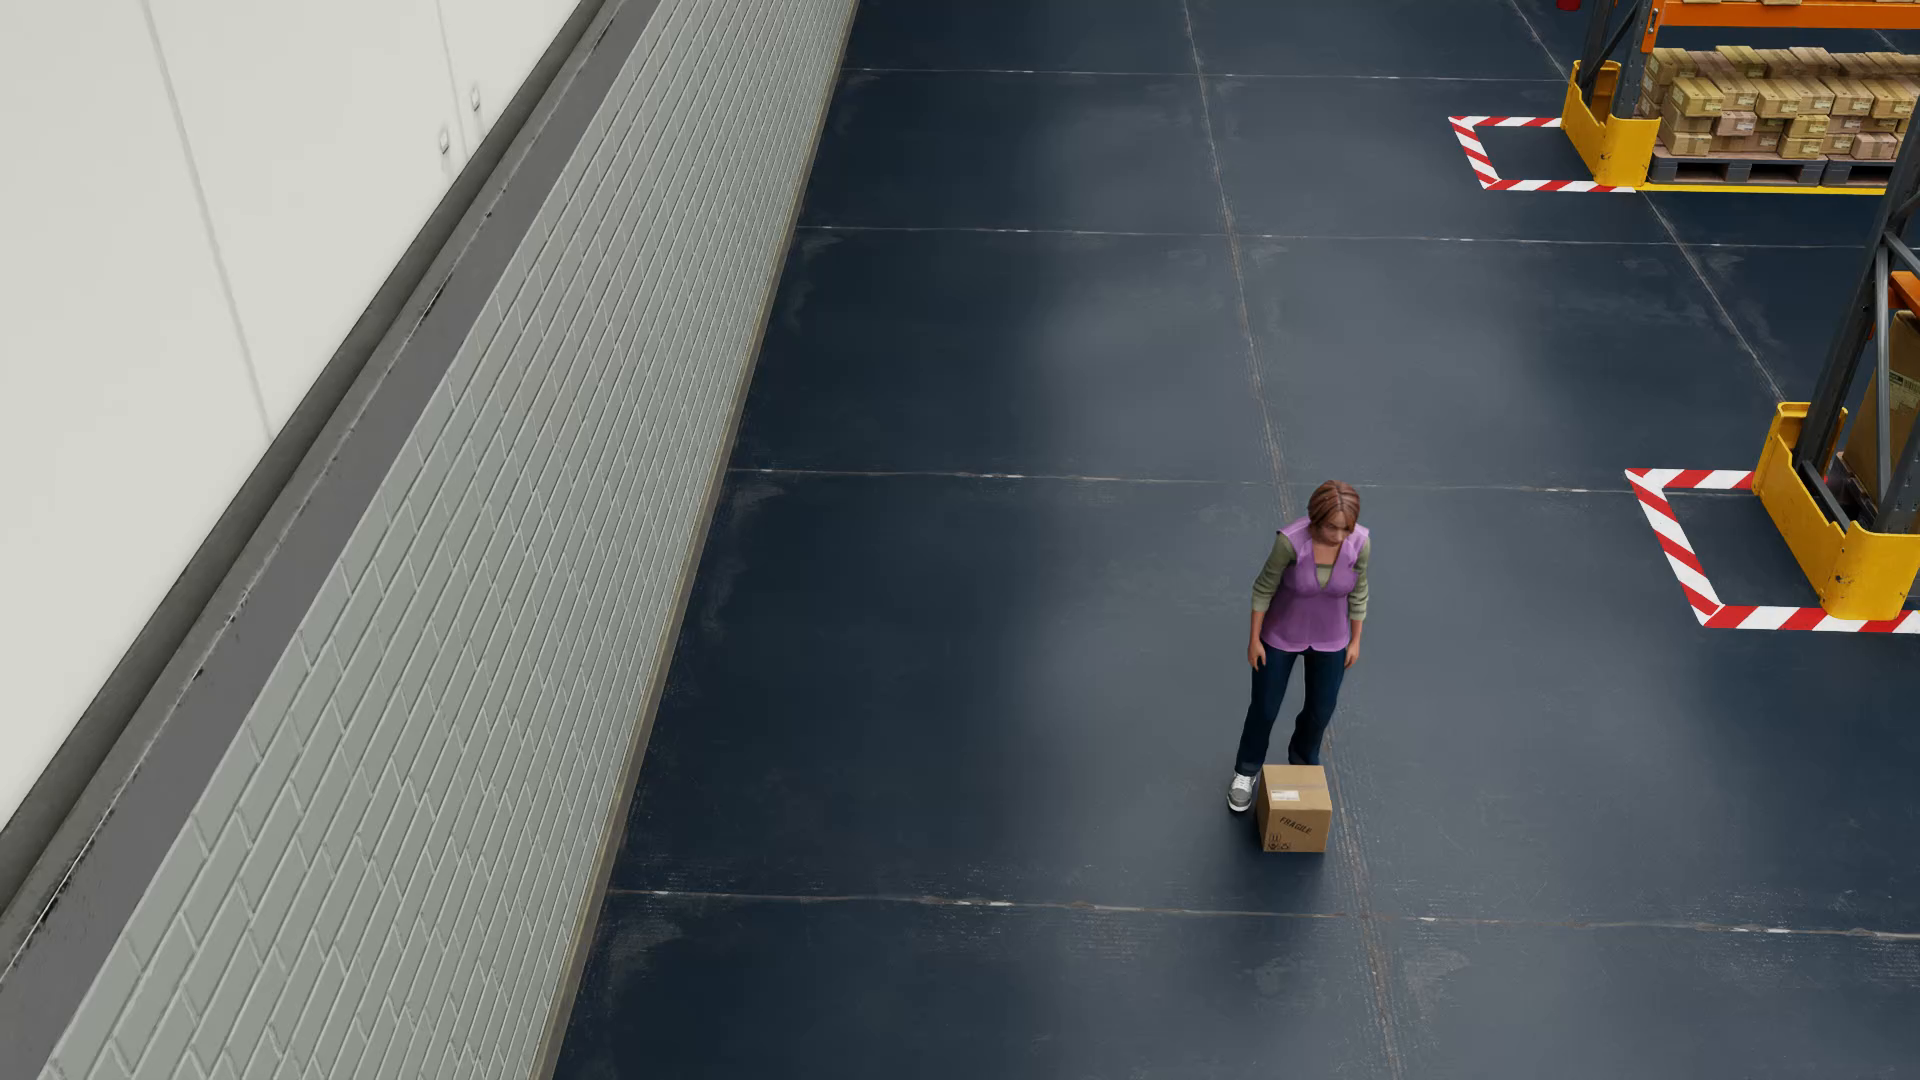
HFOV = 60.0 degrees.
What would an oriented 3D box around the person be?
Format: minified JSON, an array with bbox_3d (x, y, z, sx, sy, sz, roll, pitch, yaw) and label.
[{"bbox_3d":[1.356,0.406,6.569,0.472,1.590,0.347,0,36,0],"label":"person"}]
